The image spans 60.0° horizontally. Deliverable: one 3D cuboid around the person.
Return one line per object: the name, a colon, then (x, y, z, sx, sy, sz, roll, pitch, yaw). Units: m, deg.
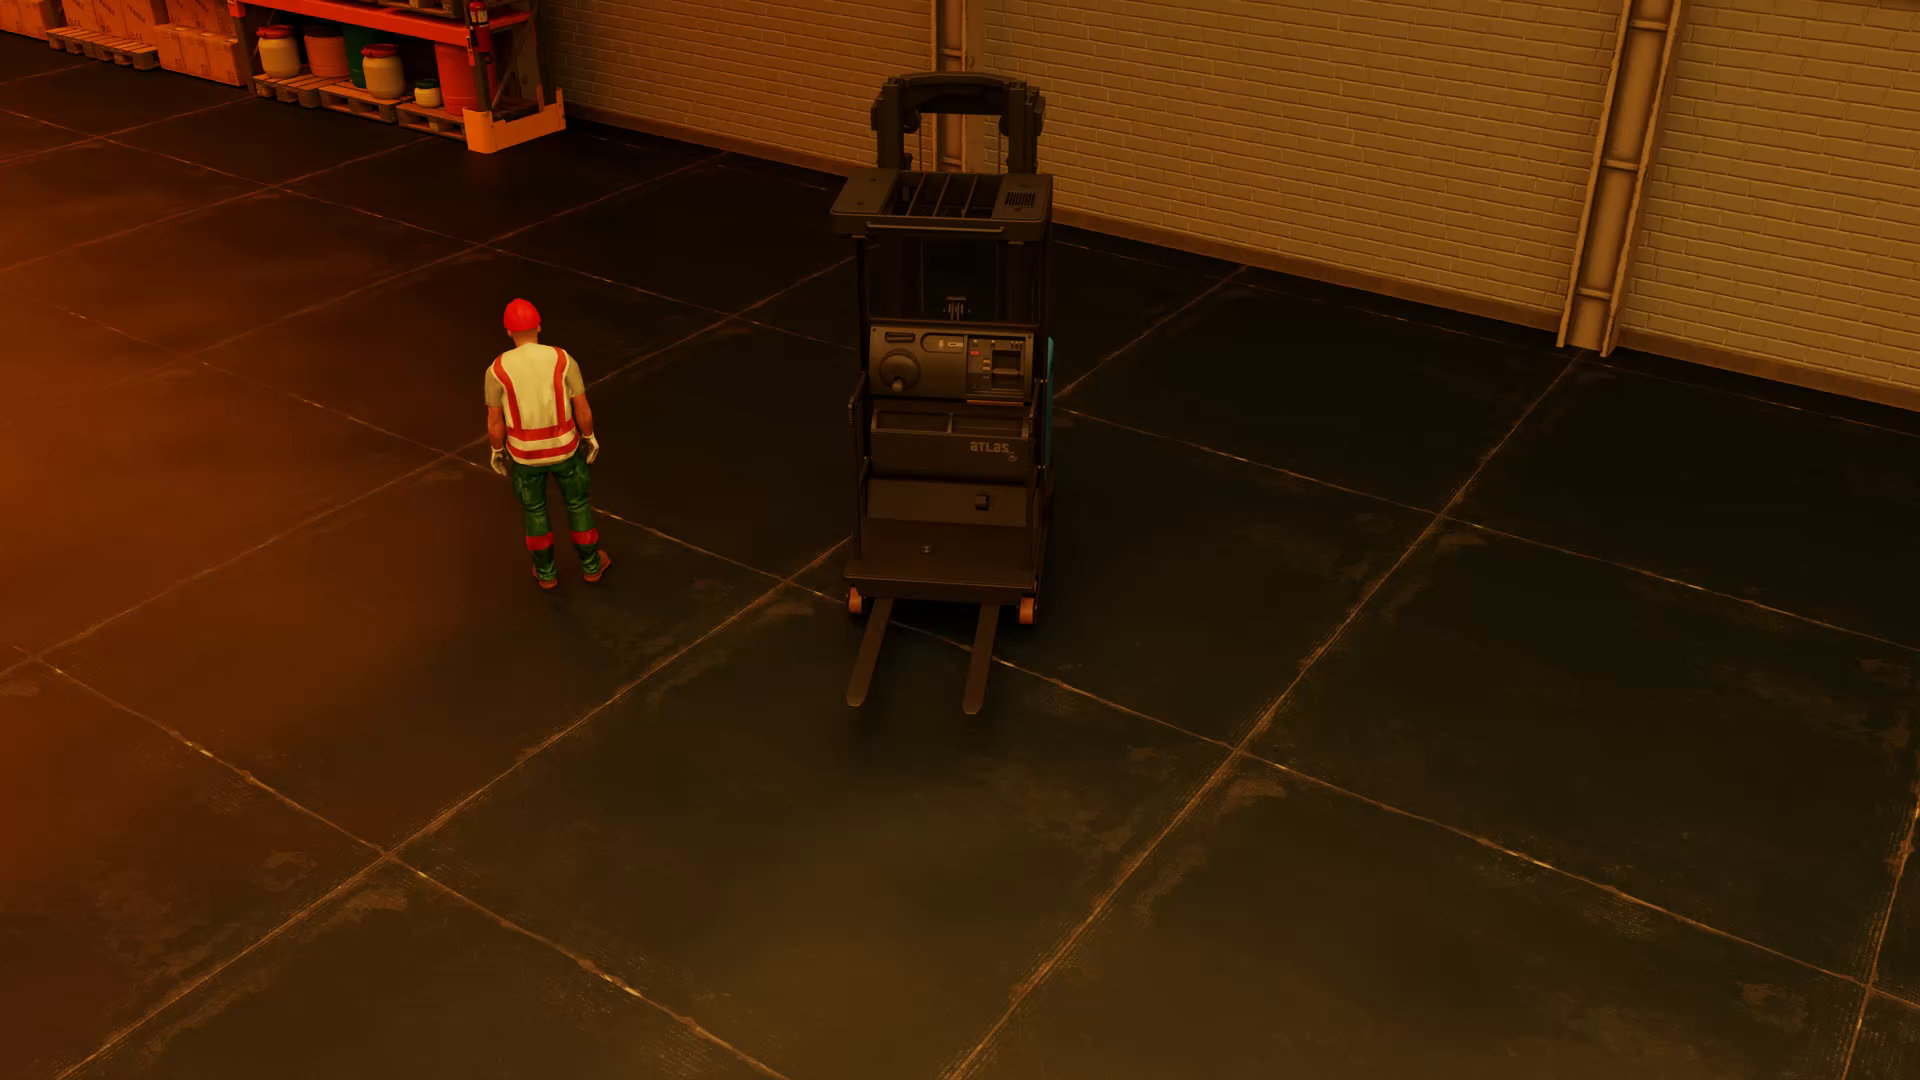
person: (-2.418, -0.541, 9.664, 0.619, 1.779, 0.450, -8, 31, -13)

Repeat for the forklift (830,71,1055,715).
forklift: (-0.072, -0.956, 9.228, 1.130, 2.935, 3.031, 3, 30, 6)
